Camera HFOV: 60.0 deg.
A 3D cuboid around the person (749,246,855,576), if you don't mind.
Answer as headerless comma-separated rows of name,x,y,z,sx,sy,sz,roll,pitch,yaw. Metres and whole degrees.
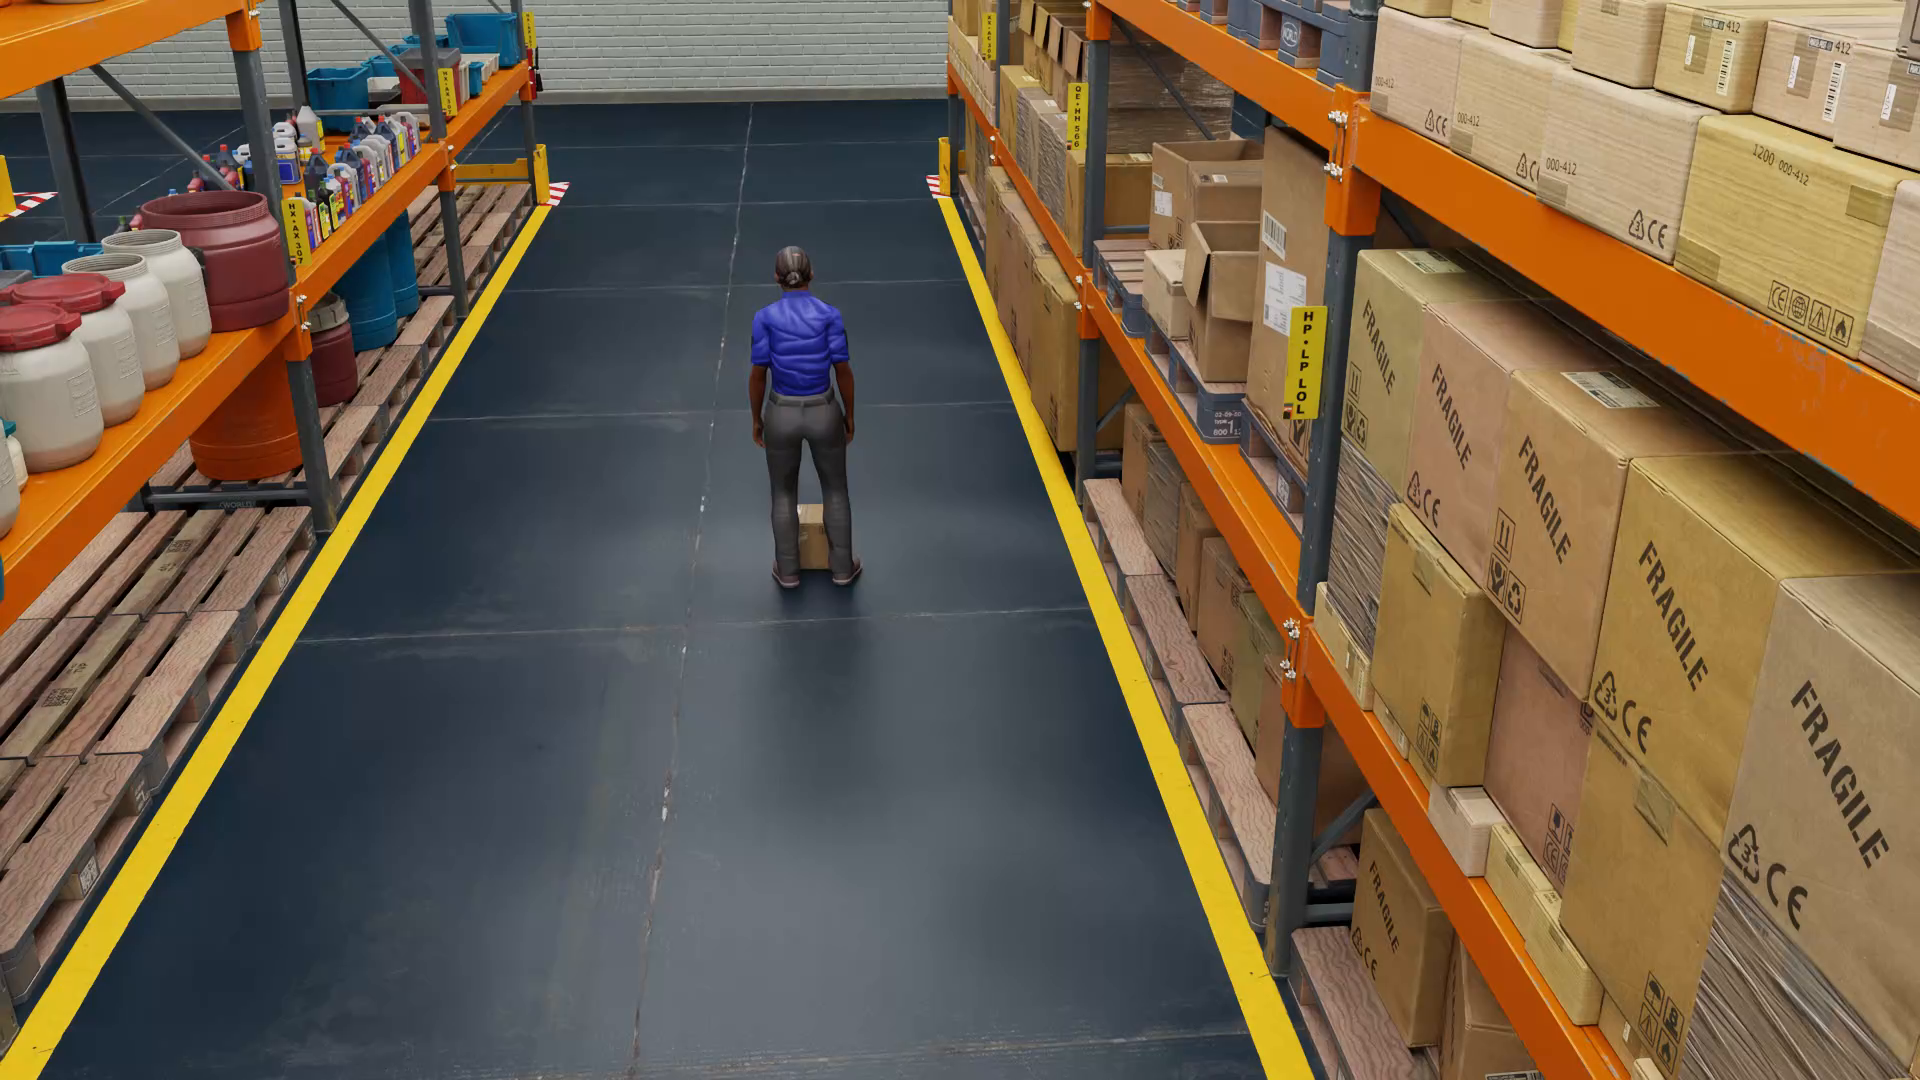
person,-0.744,-0.598,7.869,0.493,1.584,0.349,-2,24,-5
